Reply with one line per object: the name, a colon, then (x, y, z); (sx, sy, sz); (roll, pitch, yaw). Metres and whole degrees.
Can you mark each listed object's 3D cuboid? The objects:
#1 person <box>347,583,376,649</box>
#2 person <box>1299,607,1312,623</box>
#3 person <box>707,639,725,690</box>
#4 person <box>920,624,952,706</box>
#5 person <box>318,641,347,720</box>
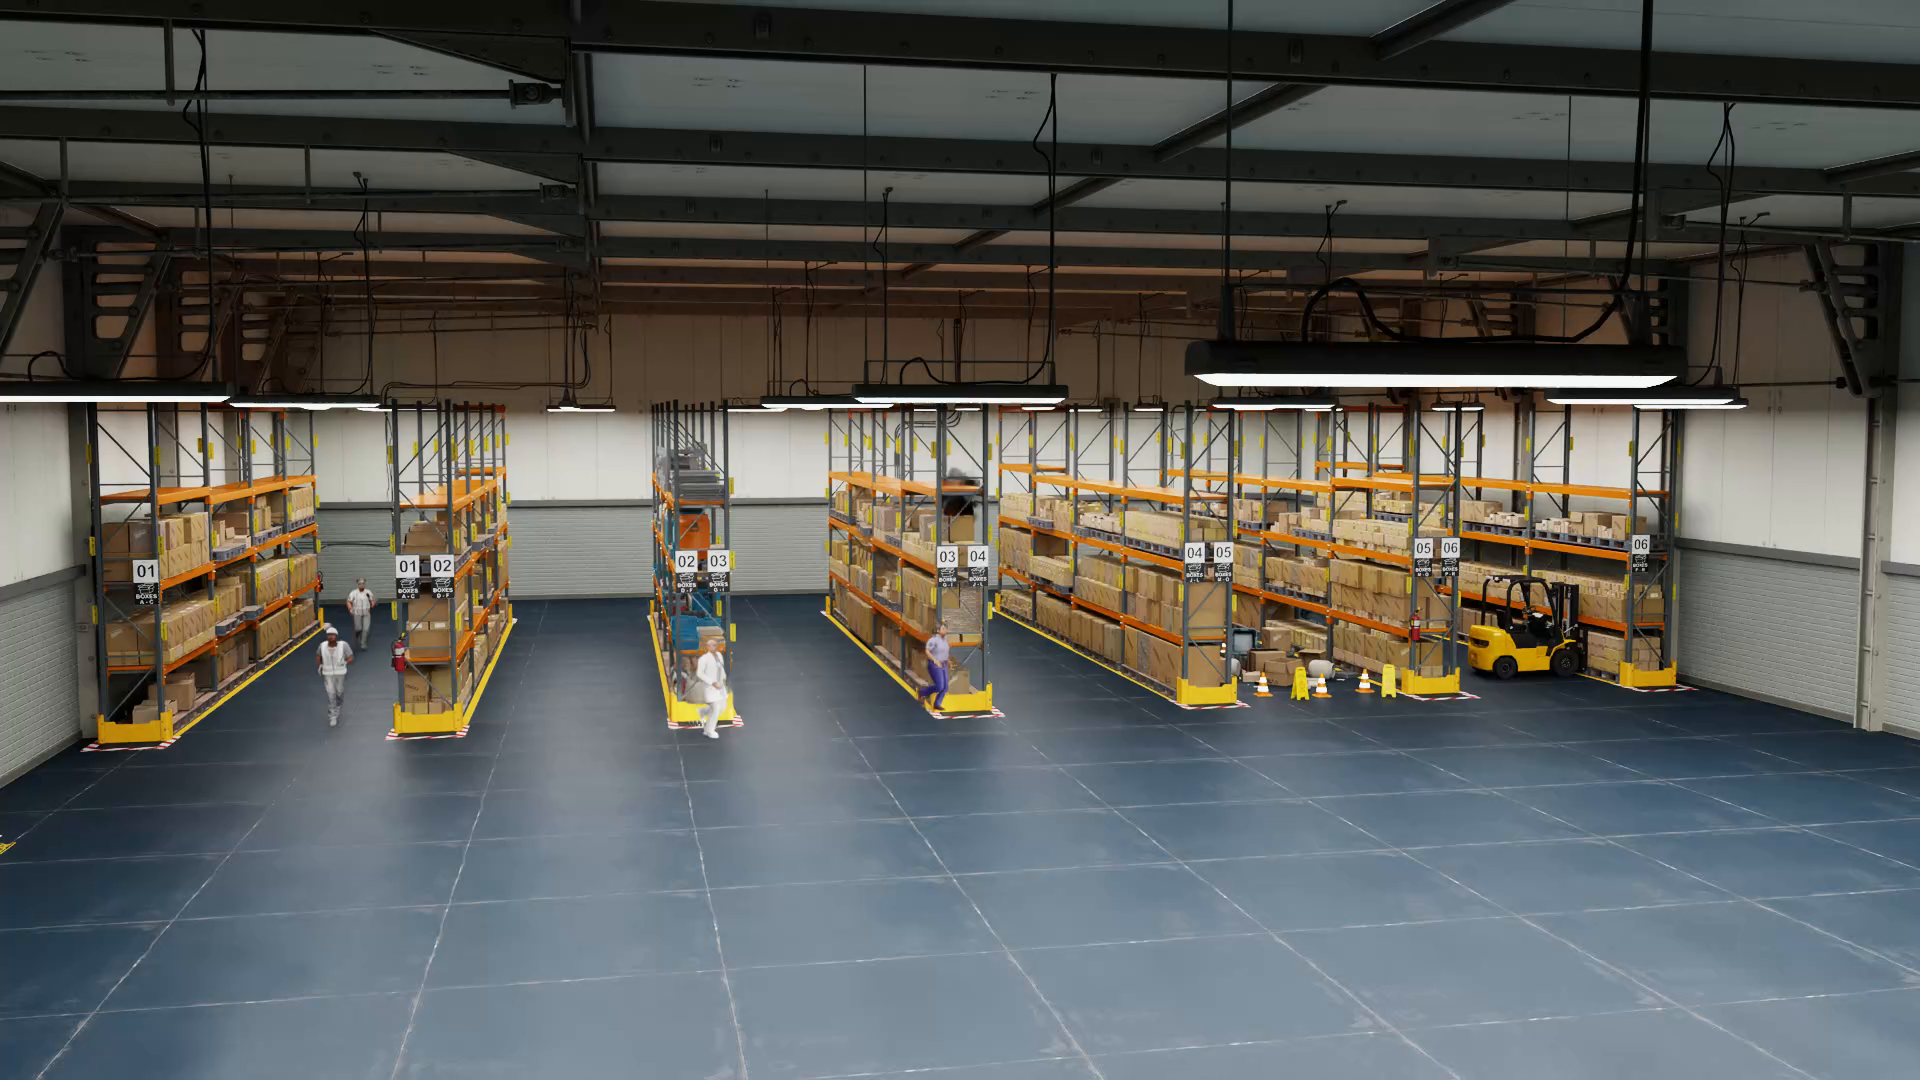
person: (-14.635, 1.823, 40.697); (0.664, 1.680, 0.597); (-2, 5, -26)
person: (9.140, 1.583, 43.932); (0.493, 1.477, 0.591); (-1, 4, -12)
person: (-4.336, 2.223, 29.557); (0.476, 0.922, 0.697); (3, 5, 32)
person: (-0.417, 2.332, 30.887); (0.515, 1.502, 0.633); (3, 5, 32)
person: (-11.646, 2.596, 30.901); (0.507, 1.436, 0.749); (-1, 5, -19)
